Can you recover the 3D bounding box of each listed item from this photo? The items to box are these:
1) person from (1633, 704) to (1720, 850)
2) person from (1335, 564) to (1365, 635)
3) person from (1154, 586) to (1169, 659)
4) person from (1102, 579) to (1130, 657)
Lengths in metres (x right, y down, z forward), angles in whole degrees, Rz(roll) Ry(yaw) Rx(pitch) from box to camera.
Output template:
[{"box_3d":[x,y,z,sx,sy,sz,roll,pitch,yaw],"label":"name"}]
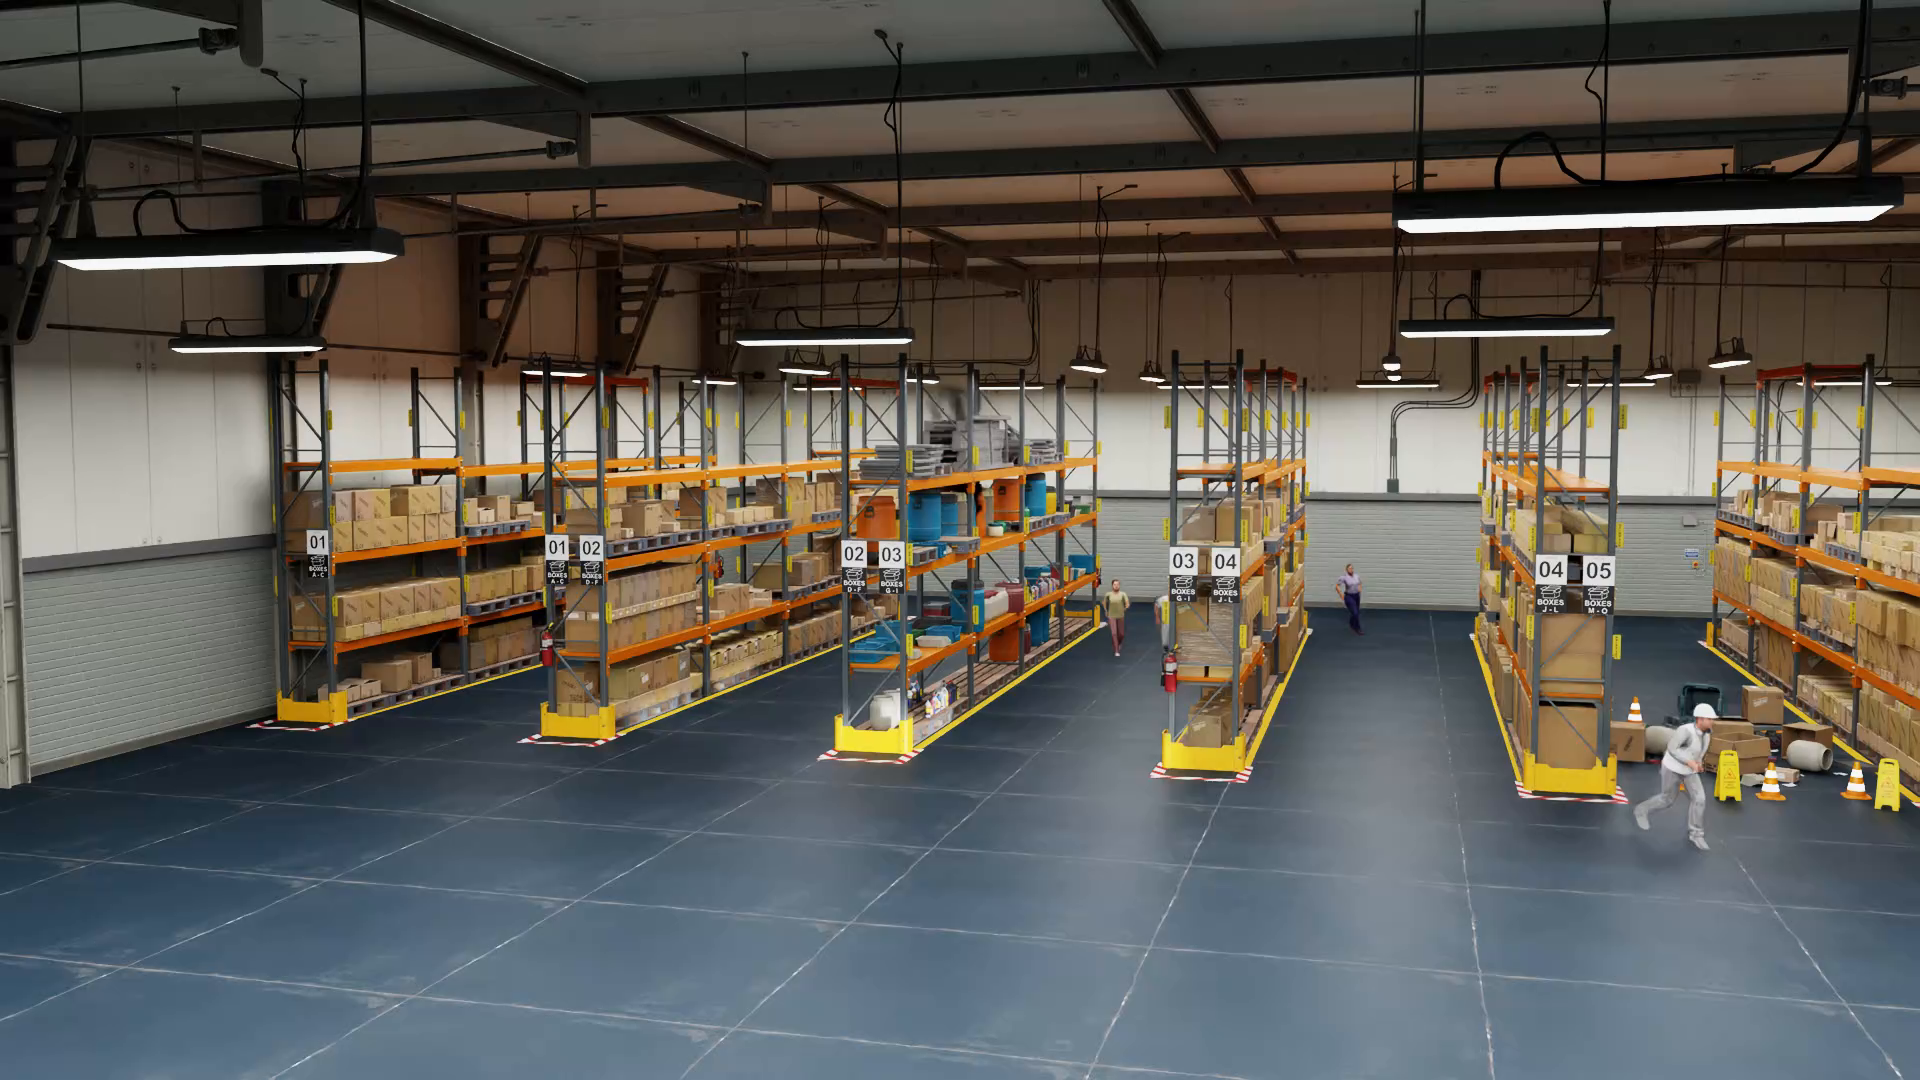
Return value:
[{"box_3d":[8.509,2.755,19.760,0.697,1.732,1.045,-3,5,-36],"label":"person"},{"box_3d":[9.172,1.380,39.008,0.667,1.638,0.806,-1,4,-20],"label":"person"},{"box_3d":[4.125,1.629,32.497,0.652,1.541,0.748,0,4,7],"label":"person"},{"box_3d":[3.312,1.644,35.319,0.579,1.632,0.694,0,4,5],"label":"person"}]
